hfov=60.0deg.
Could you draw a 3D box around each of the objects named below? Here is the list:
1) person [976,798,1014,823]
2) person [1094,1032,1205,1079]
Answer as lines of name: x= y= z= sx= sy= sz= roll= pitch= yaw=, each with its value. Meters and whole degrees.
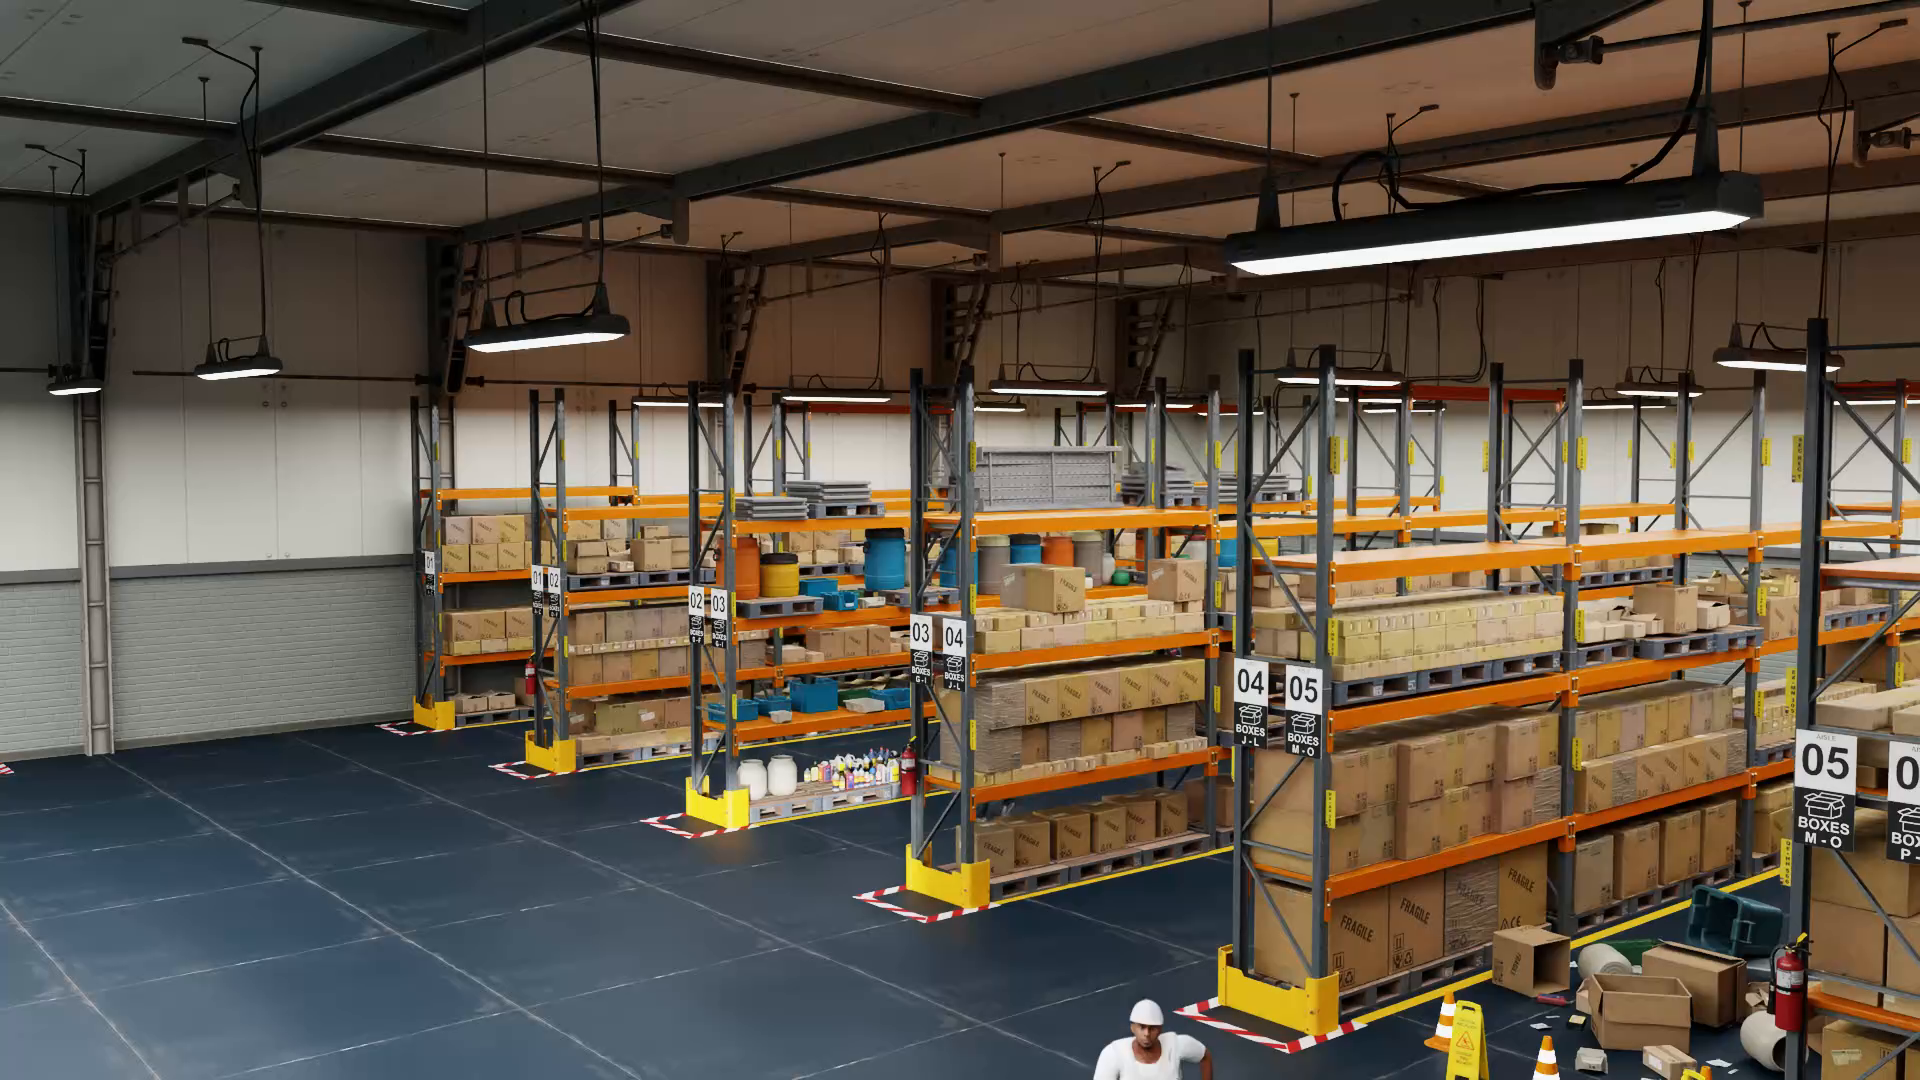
person: x=0.458 y=3.047 z=22.415 sx=0.562 sy=1.623 sz=0.861 roll=3 pitch=4 yaw=38
person: x=1.170 y=3.729 z=10.303 sx=0.680 sy=1.392 sz=0.744 roll=1 pitch=3 yaw=8
